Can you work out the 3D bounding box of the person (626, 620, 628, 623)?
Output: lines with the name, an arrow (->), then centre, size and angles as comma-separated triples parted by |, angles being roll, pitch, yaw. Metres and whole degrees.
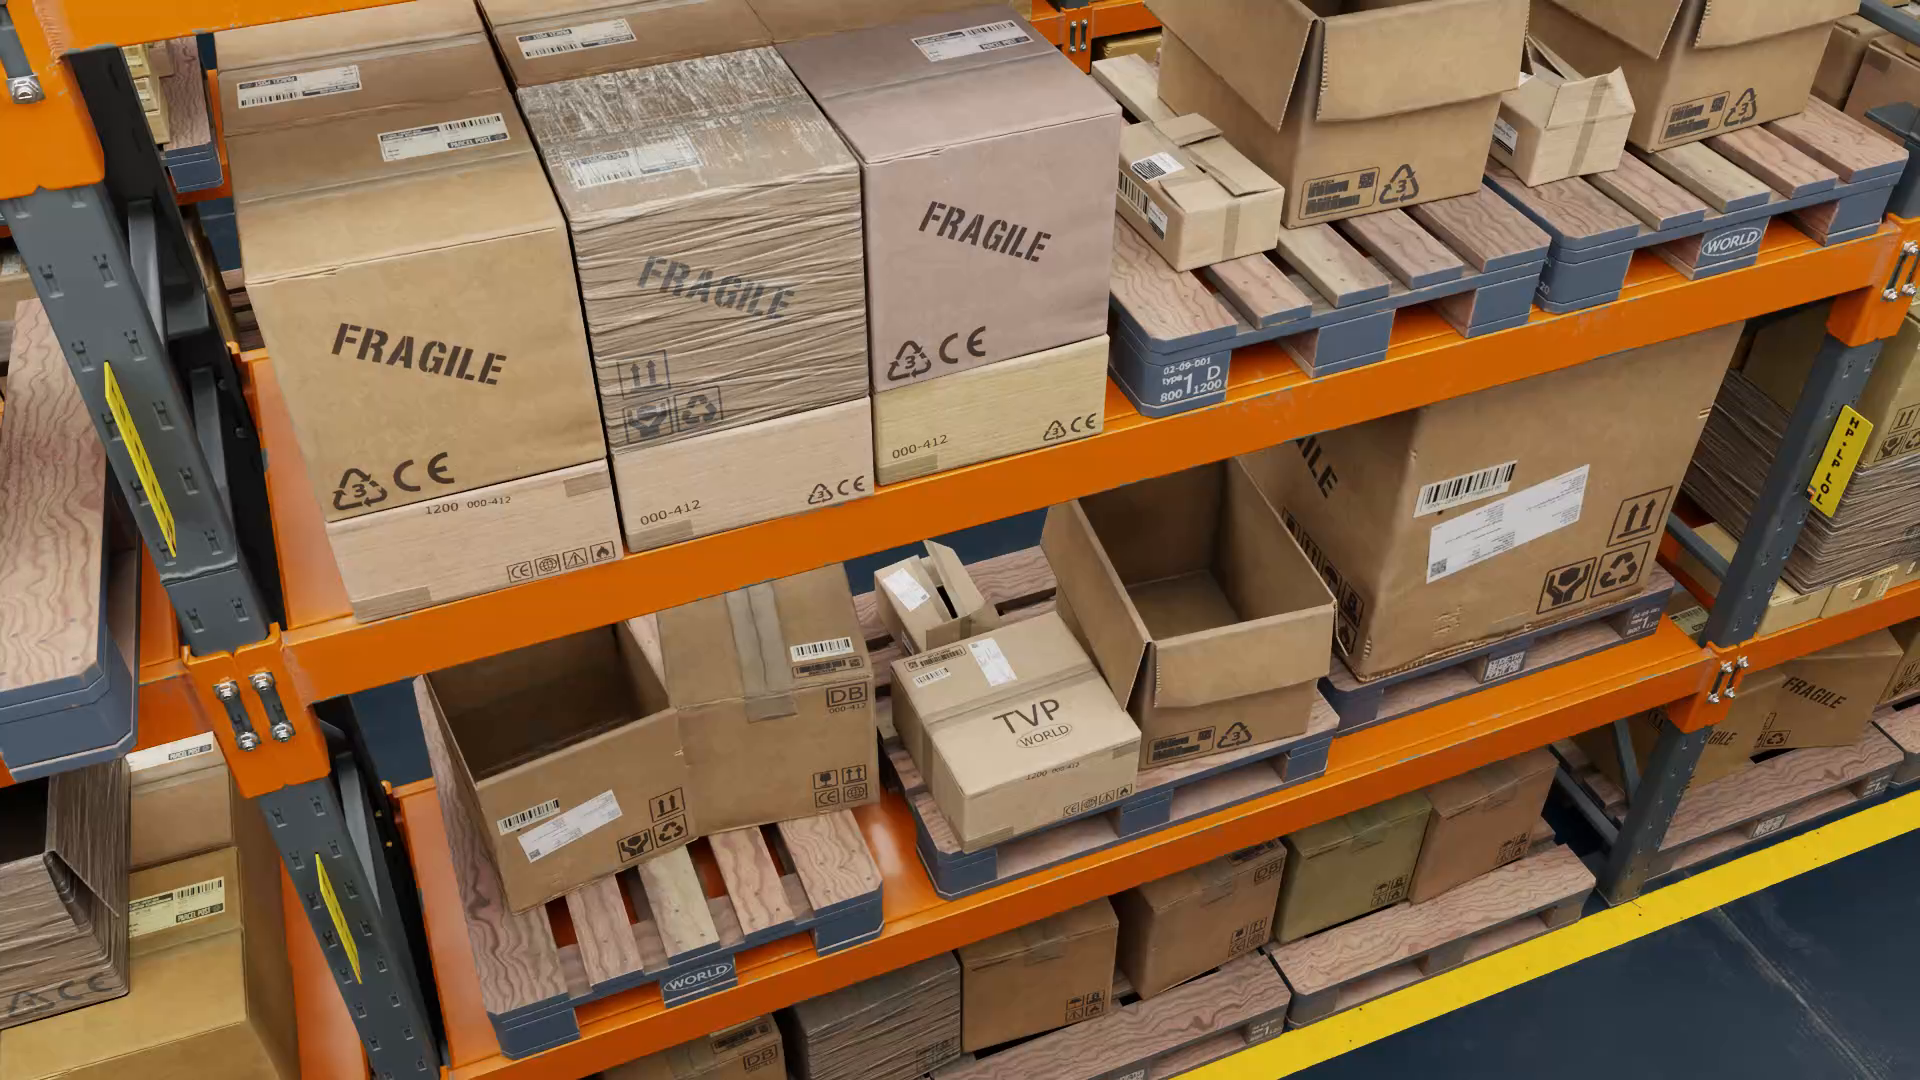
person -> -1.081, 0.294, 6.522 | 0.871, 0.834, 0.534 | -15, 44, -17
